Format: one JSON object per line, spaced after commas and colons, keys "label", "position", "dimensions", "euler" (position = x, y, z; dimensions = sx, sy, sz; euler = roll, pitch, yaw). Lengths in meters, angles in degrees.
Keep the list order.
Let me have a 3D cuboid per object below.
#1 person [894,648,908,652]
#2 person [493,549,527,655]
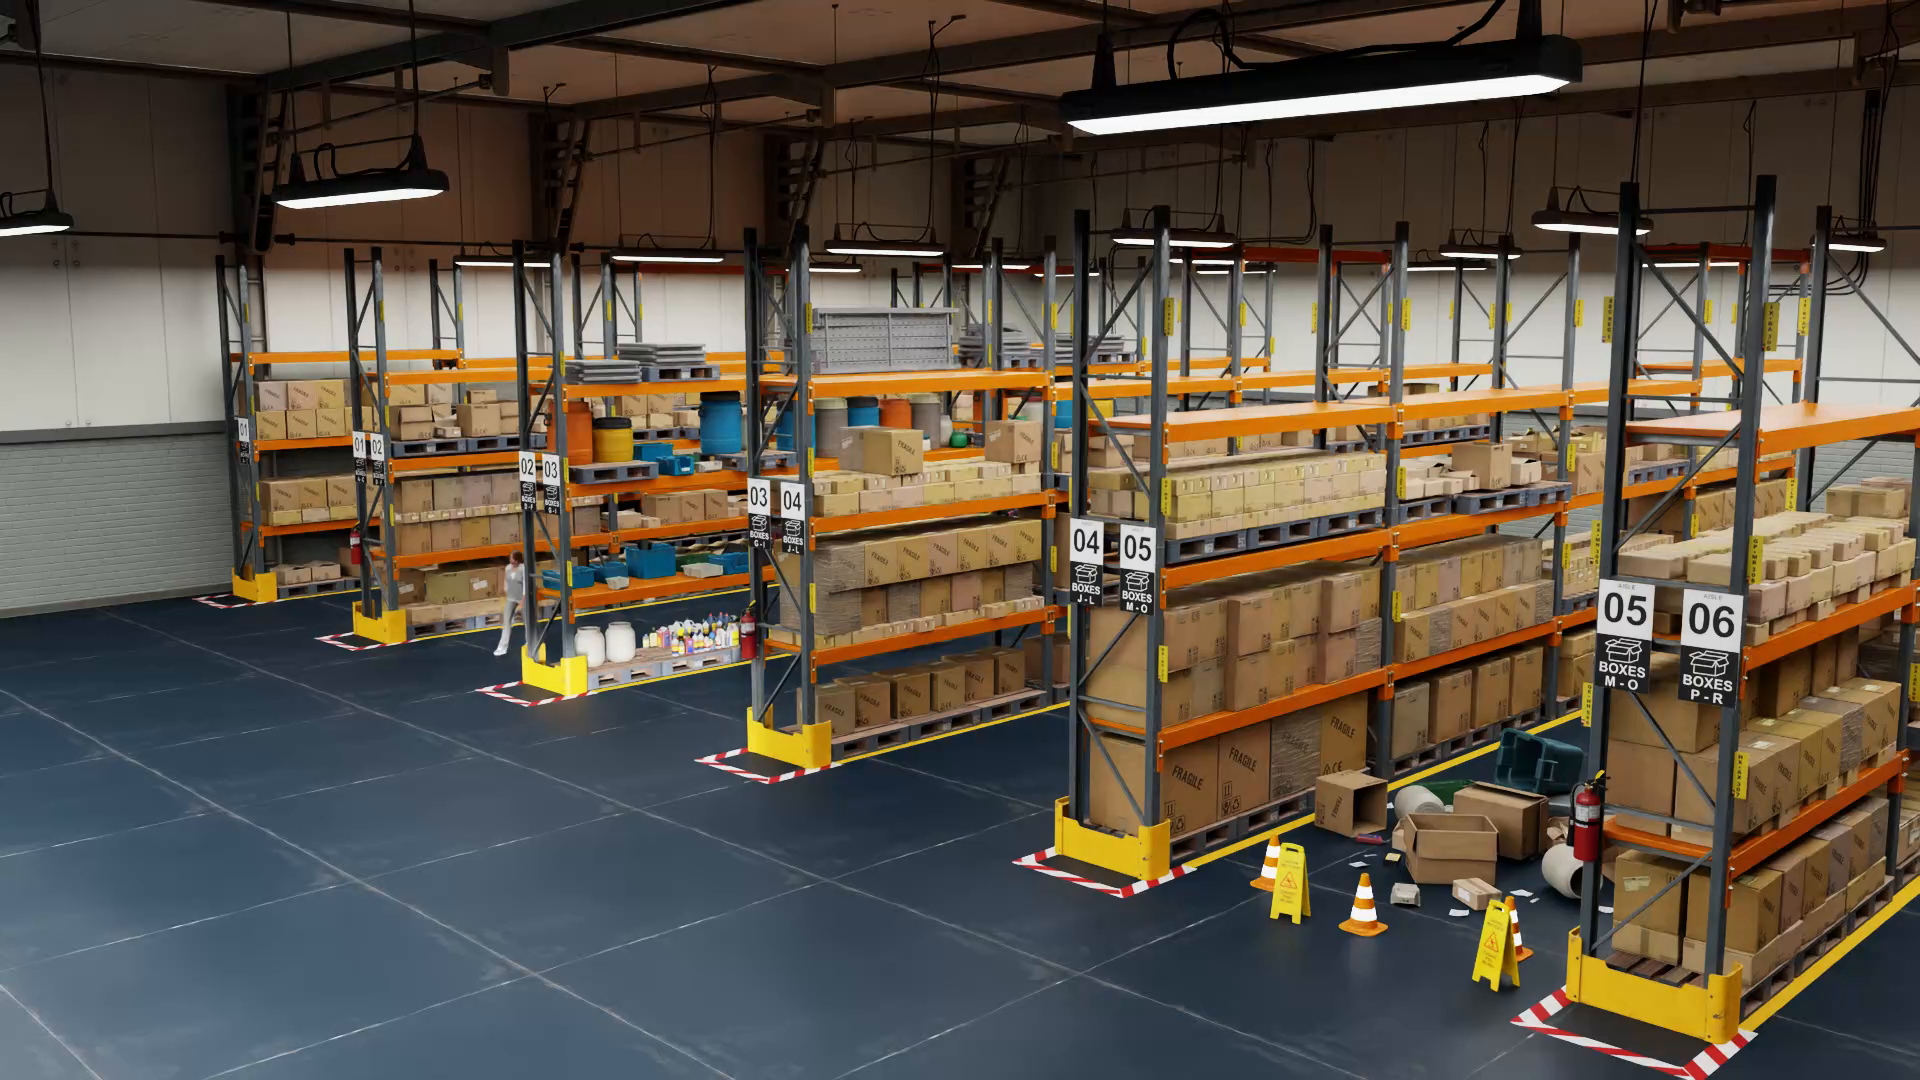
{"label": "person", "position": [-0.781, 0.775, 24.950], "dimensions": [0.679, 1.756, 0.586], "euler": [-5, 9, -31]}
{"label": "person", "position": [-6.581, 0.900, 24.607], "dimensions": [0.444, 1.542, 0.950], "euler": [0, 8, 2]}
